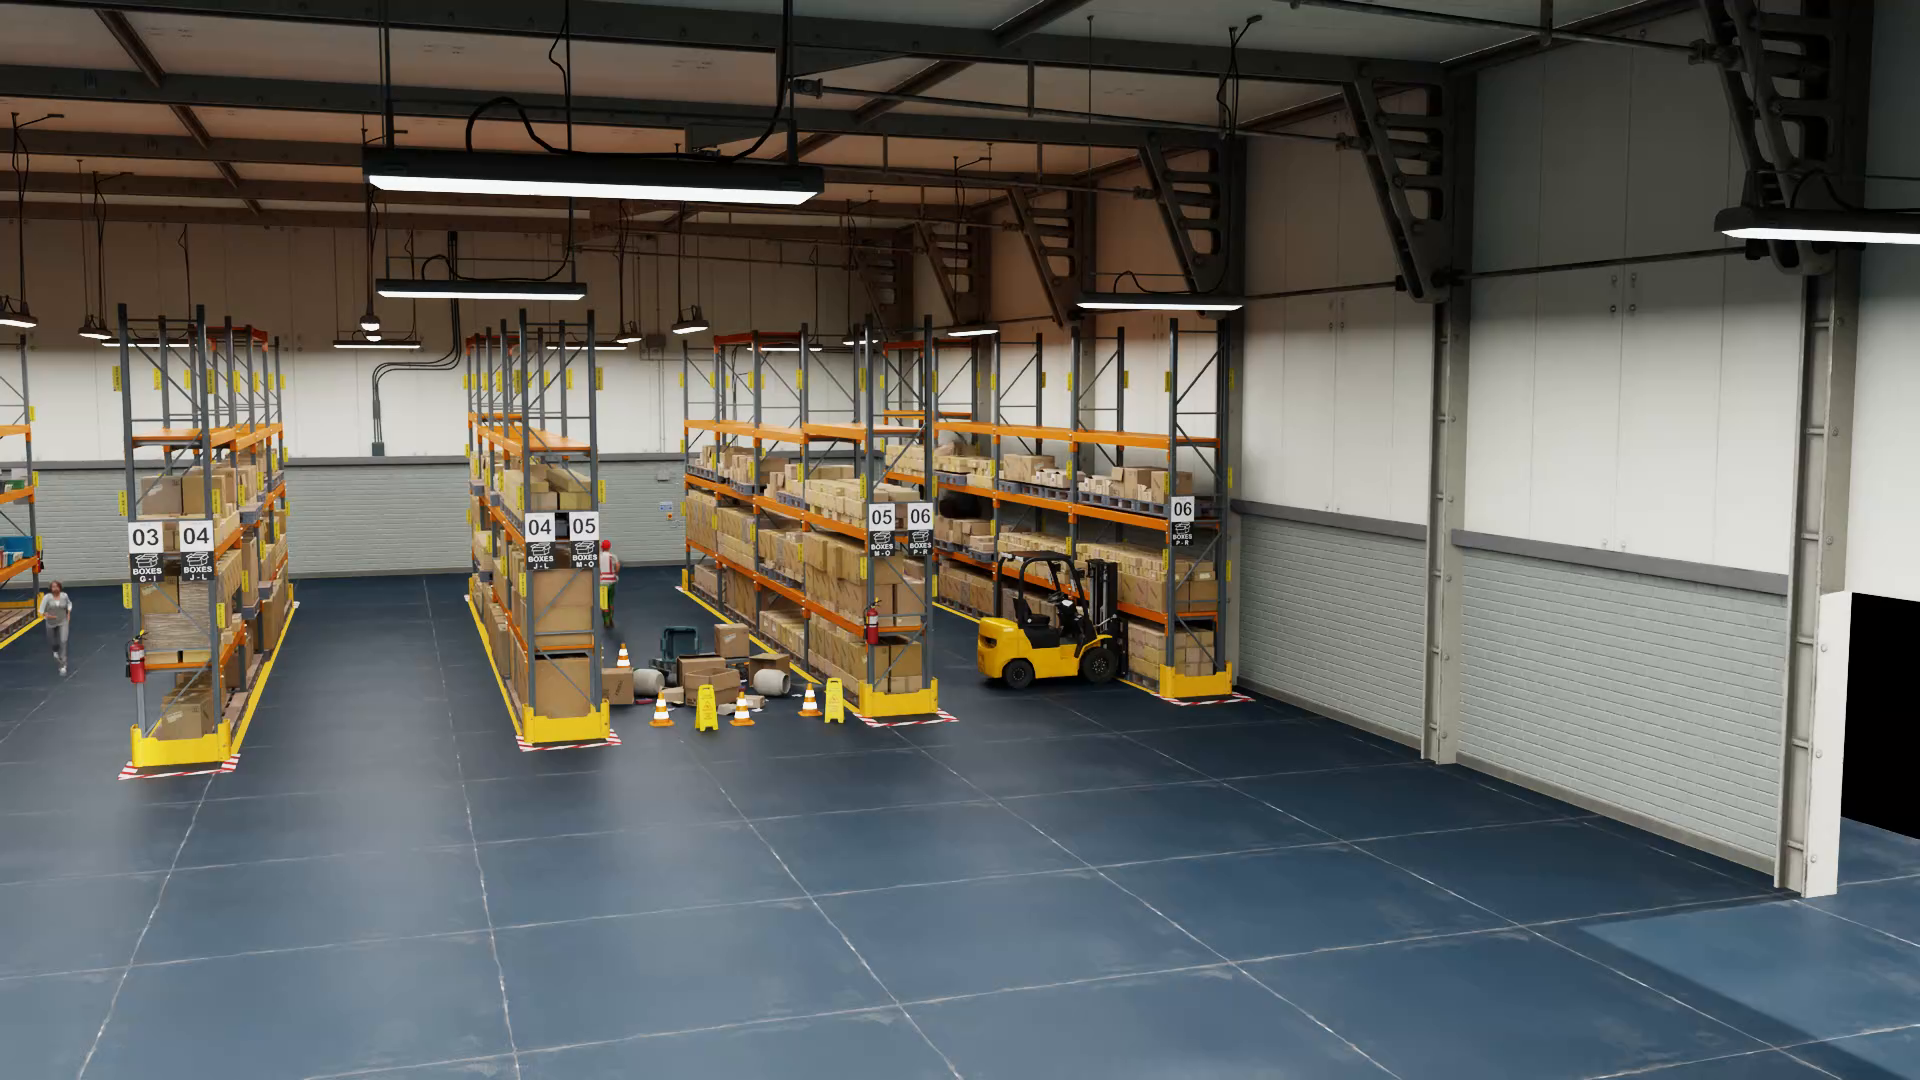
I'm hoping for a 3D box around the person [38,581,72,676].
[{"bbox_3d":[-15.627,1.492,28.746,0.509,1.600,1.033,-3,6,-26],"label":"person"}]

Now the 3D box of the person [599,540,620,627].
[{"bbox_3d":[-7.230,0.918,33.846,0.615,1.852,0.781,-1,6,-13],"label":"person"}]
